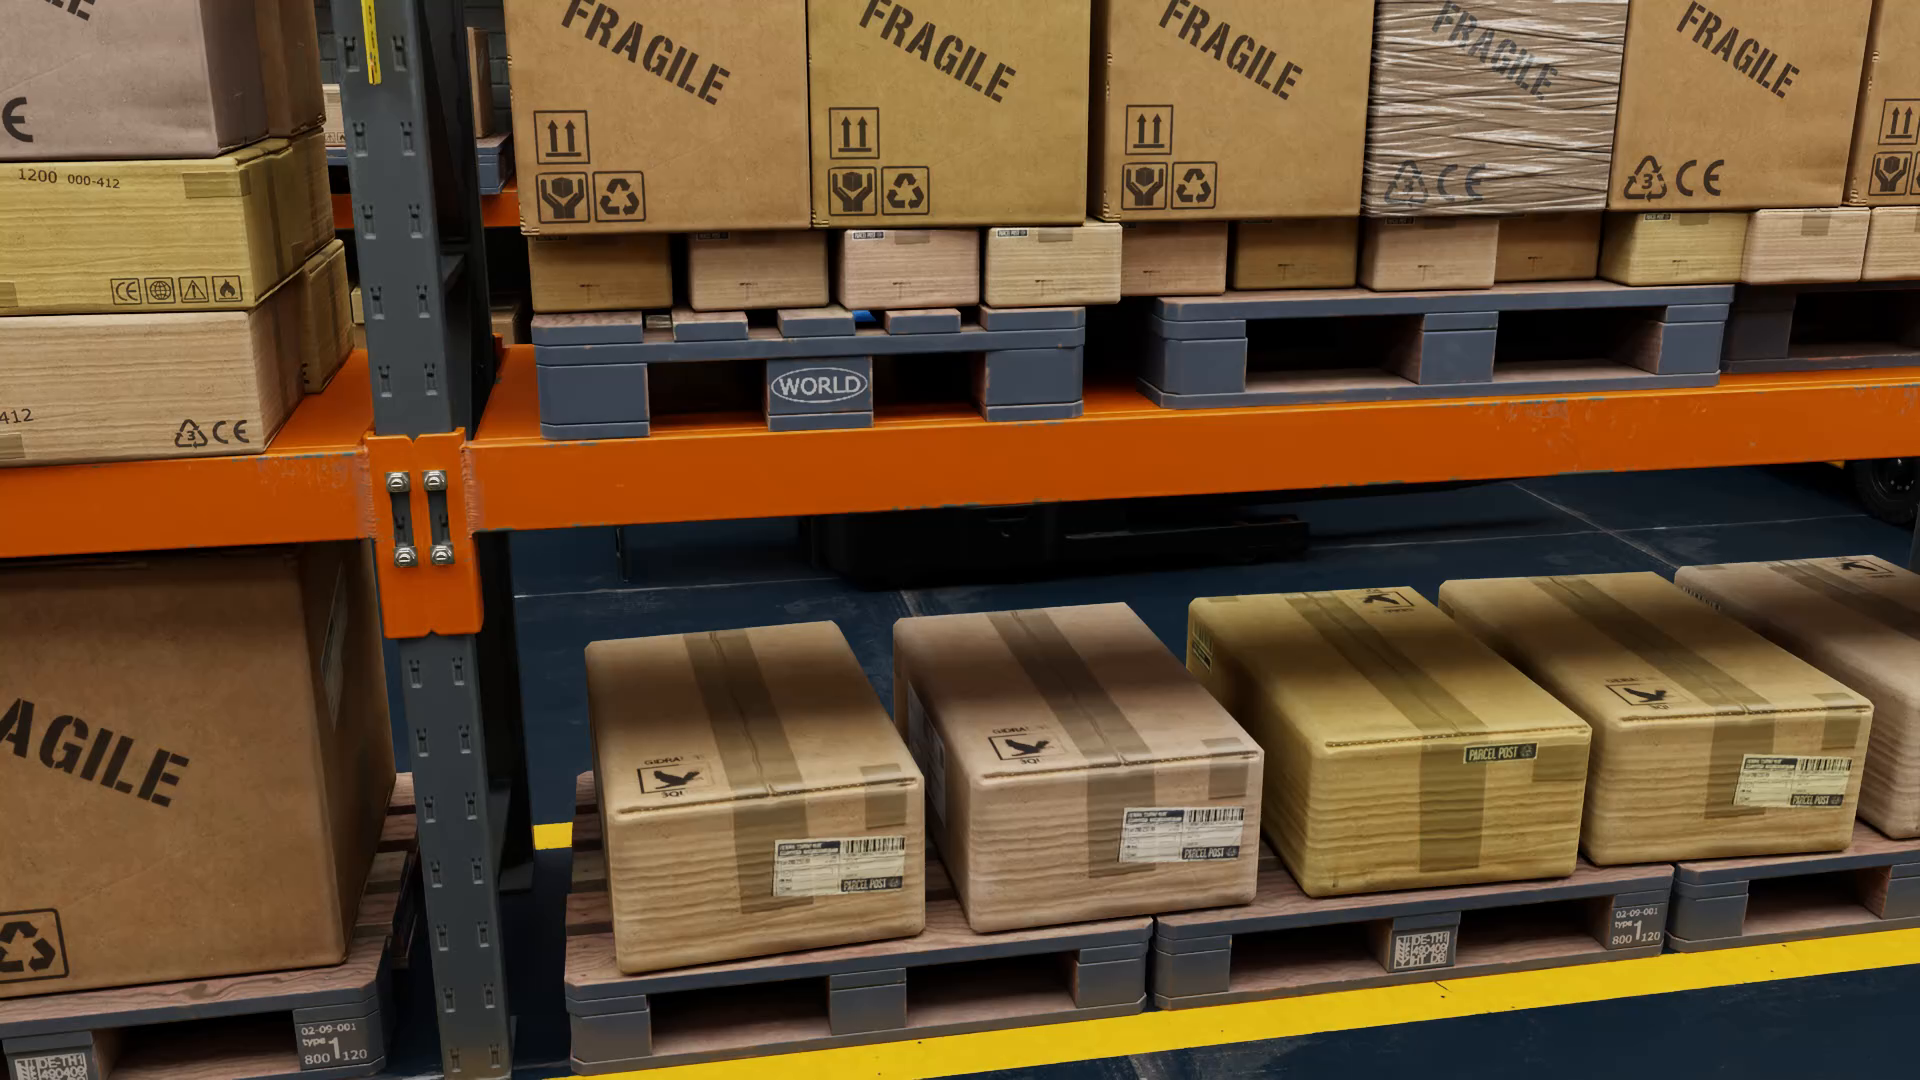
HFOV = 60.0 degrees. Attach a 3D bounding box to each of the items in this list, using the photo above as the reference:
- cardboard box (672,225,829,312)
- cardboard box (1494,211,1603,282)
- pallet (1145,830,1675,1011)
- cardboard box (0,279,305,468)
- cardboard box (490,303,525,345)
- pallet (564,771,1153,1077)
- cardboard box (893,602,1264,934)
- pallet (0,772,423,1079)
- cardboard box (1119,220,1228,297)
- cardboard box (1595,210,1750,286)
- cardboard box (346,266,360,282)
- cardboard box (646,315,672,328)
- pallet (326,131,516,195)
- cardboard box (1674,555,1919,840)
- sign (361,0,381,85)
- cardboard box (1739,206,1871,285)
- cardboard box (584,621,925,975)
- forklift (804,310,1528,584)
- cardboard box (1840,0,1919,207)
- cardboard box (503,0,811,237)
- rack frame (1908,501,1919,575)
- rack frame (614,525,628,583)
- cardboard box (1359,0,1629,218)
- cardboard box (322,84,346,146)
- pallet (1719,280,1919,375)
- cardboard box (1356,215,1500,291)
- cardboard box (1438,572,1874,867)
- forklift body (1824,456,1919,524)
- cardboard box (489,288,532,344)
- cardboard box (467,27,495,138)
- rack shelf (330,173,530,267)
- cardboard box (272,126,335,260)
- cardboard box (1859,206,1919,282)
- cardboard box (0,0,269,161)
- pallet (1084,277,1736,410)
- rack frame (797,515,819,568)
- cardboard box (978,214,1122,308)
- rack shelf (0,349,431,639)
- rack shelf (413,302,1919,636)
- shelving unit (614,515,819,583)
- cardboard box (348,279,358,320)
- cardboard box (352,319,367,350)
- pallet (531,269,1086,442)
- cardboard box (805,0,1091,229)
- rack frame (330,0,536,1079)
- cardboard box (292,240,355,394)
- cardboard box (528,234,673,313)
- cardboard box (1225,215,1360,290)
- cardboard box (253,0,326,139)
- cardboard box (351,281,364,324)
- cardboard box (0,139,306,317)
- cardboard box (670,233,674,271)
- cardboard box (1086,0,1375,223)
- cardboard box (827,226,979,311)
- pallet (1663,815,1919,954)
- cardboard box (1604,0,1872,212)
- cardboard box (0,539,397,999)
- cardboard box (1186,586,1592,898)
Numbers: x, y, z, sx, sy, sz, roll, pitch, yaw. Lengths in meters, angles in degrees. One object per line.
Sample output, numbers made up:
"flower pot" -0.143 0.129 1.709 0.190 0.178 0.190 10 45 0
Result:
"cardboard box" -0.409 -0.546 3.194 0.250 0.149 0.380 -4 18 -14
"cardboard box" 1.144 -0.653 3.540 0.250 0.149 0.380 -4 17 -12
"pallet" 0.915 0.728 4.083 1.213 0.211 1.003 -3 17 -10
"cardboard box" -1.495 -0.320 3.002 0.500 0.250 0.500 -4 17 -12
"cardboard box" -2.367 -0.846 8.000 0.500 0.500 0.500 -3 17 -9
"pallet" -0.280 0.795 3.865 1.213 0.211 1.003 -3 17 -10
"cardboard box" 0.232 0.488 3.874 0.625 0.372 0.950 -4 17 -12
"pallet" -1.836 0.860 3.652 1.213 0.211 1.003 -3 17 -10
"cardboard box" 0.364 -0.594 3.348 0.250 0.149 0.380 -2 17 -7
"cardboard box" 1.423 -0.638 3.492 0.250 0.149 0.380 -3 17 -10
"cardboard box" -3.059 -1.259 8.238 0.250 0.149 0.380 -3 17 -10
"cardboard box" -1.378 -1.022 8.360 0.625 0.625 0.875 -3 17 -9
"pallet" -2.645 -1.776 7.812 1.003 0.211 1.213 -3 17 -10
"cardboard box" 2.365 0.367 4.267 0.625 0.372 0.950 -3 17 -10
"sign" -0.939 -0.889 2.625 0.005 0.325 0.100 -3 17 -10
"cardboard box" 1.669 -0.641 3.502 0.250 0.149 0.380 -3 17 -10
"cardboard box" -0.491 0.532 3.732 0.625 0.372 0.950 -4 18 -14
"forklift" 0.888 -1.454 6.554 3.031 2.935 1.130 -4 18 -14
"cardboard box" 1.983 -0.989 3.530 0.500 0.500 0.500 -3 17 -10
"cardboard box" -0.562 -0.844 3.059 0.500 0.500 0.500 -4 17 -12
"rack frame" 2.880 -0.718 4.040 0.127 3.000 1.000 -3 17 -10
"rack frame" -1.316 -0.612 6.249 0.023 1.500 0.400 -4 18 -14
"cardboard box" 0.961 -0.932 3.347 0.500 0.500 0.500 -4 18 -13
"cardboard box" -2.967 -1.903 7.438 0.500 0.250 0.500 -4 18 -13
"pallet" 2.102 -0.626 4.067 1.213 0.211 1.003 -3 17 -10
"cardboard box" 0.903 -0.616 3.422 0.250 0.149 0.380 -3 17 -9
"cardboard box" 1.660 0.408 4.134 0.625 0.372 0.950 -2 17 -7
"forklift body" 4.346 -1.334 7.492 1.214 2.155 2.313 -3 17 -10
"cardboard box" -2.460 -0.989 8.465 0.500 0.500 0.500 -3 17 -8
"cardboard box" -2.528 -2.191 7.950 0.500 0.500 0.500 -2 17 -8
"rack shelf" -3.957 -1.471 7.716 4.000 0.370 1.077 -3 17 -10
"cardboard box" -1.592 -0.705 3.404 0.500 0.250 0.500 -3 17 -11
"cardboard box" 1.918 -0.656 3.552 0.250 0.149 0.380 -4 17 -11
"cardboard box" -1.506 -0.917 2.814 0.500 0.500 0.500 -4 17 -12
"pallet" 0.888 -0.526 3.741 1.213 0.211 1.003 -3 17 -10
"rack frame" -0.607 -0.665 6.423 0.023 1.500 0.400 -4 18 -14
"cardboard box" 0.142 -0.558 3.231 0.250 0.149 0.380 -3 17 -10
"rack shelf" -3.011 -0.040 3.058 4.000 0.370 1.077 -3 17 -10
"rack shelf" 0.916 -0.263 3.783 4.000 0.370 1.077 -3 17 -10
"shelving unit" -0.962 -0.638 6.336 0.755 1.500 0.431 -4 18 -14
"cardboard box" -2.959 -1.115 7.771 0.250 0.149 0.380 -4 17 -12
"cardboard box" -2.861 -0.821 7.919 0.500 0.500 0.500 -4 17 -11
"pallet" -0.368 -0.474 3.572 1.003 0.211 1.213 -3 17 -10
"cardboard box" -0.052 -0.875 3.161 0.500 0.500 0.500 -2 17 -8
"rack frame" -1.048 -0.495 3.315 0.127 3.000 1.000 -3 17 -10
"cardboard box" -1.576 -0.469 3.484 0.500 0.250 0.500 -4 17 -11
"cardboard box" -0.693 -0.540 3.175 0.250 0.149 0.380 -4 18 -14
"cardboard box" 0.634 -0.621 3.436 0.250 0.149 0.380 -3 17 -8
"cardboard box" -1.578 -1.064 3.294 0.500 0.500 0.500 -4 17 -12
"cardboard box" -2.692 -1.117 7.777 0.250 0.149 0.380 -4 18 -13
"cardboard box" -1.475 -0.562 2.937 0.500 0.250 0.500 -3 17 -11
"cardboard box" -0.521 -0.698 3.687 0.250 0.149 0.380 -3 17 -10
"cardboard box" 0.469 -0.907 3.263 0.500 0.500 0.500 -3 17 -10
"cardboard box" -0.132 -0.548 3.201 0.250 0.149 0.380 -4 18 -14
"pallet" 2.116 0.659 4.307 1.213 0.211 1.003 -3 17 -10
"cardboard box" 1.475 -0.962 3.442 0.500 0.500 0.500 -3 17 -9
"cardboard box" -1.742 0.334 3.518 0.875 0.875 0.875 -3 17 -11
"cardboard box" 0.978 0.448 4.006 0.625 0.372 0.950 -3 17 -9
